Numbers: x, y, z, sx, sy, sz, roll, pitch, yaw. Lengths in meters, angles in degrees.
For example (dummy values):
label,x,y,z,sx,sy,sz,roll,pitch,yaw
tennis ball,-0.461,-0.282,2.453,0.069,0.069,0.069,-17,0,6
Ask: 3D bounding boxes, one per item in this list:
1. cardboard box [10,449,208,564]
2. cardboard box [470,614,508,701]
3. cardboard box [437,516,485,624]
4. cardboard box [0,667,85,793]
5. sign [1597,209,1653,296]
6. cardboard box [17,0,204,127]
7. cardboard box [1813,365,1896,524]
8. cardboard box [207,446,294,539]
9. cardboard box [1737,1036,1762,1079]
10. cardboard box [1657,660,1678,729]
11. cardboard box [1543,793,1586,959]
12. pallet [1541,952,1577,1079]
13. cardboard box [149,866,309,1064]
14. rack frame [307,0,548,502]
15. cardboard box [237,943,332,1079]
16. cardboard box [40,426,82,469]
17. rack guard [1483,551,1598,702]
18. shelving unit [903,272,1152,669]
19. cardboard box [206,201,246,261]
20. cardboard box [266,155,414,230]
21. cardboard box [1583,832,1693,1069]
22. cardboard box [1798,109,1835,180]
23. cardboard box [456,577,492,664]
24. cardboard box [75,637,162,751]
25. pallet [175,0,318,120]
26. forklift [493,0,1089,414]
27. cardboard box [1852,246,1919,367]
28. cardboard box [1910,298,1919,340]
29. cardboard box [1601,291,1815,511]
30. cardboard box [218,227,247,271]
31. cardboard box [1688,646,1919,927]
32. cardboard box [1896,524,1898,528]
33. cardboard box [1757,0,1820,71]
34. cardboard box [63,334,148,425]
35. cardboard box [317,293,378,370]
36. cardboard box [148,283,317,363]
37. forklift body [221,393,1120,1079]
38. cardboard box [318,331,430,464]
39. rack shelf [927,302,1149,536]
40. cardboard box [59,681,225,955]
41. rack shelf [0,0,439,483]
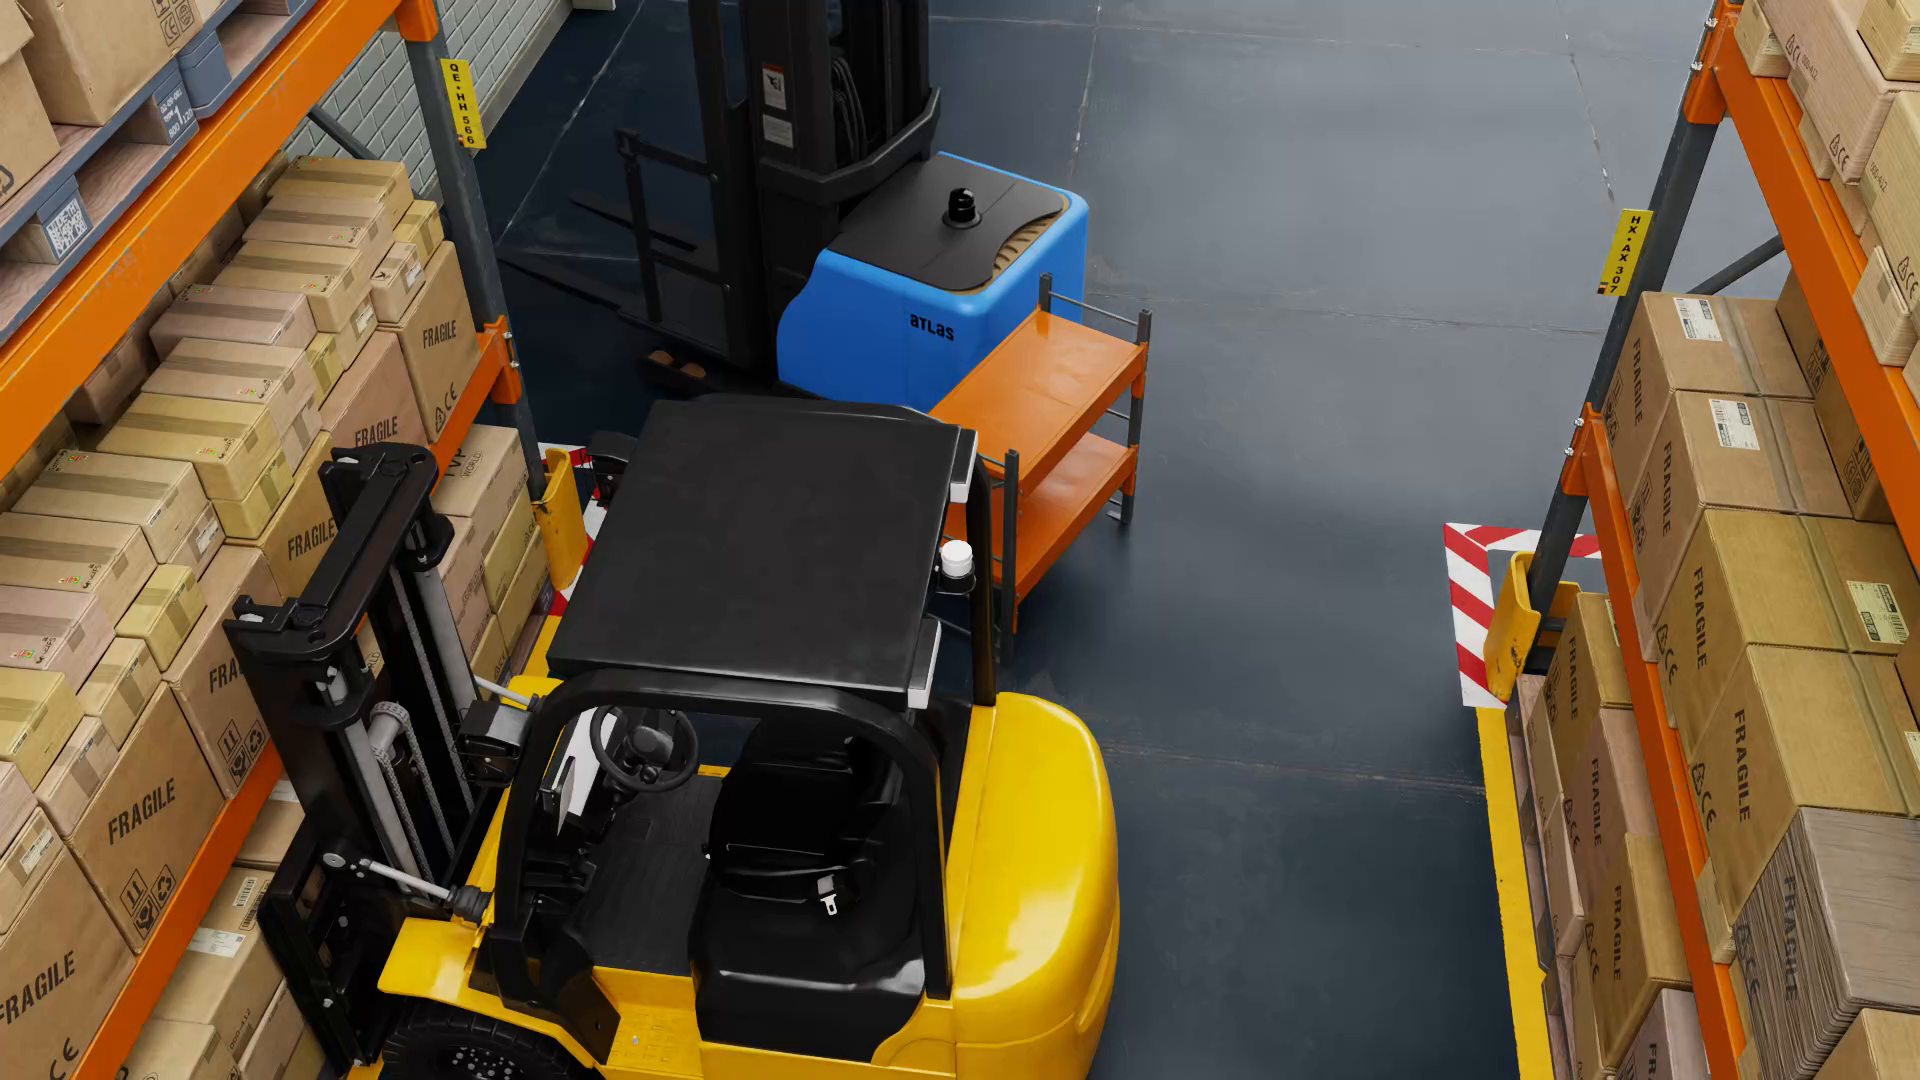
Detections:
label,x,y,z,sx,sy,sz,roll,pitch,yaw
cardboard box,-2.247,-0.091,4.404,0.380,0.149,0.250,6,44,6
cardboard box,-2.035,0.513,6.221,0.500,0.250,0.500,5,44,6
cardboard box,-2.025,0.153,5.874,0.500,0.250,0.500,6,44,6
cardboard box,-2.291,0.429,3.854,0.380,0.149,0.250,5,44,5
sign,2.172,-0.935,5.426,0.100,0.325,0.005,5,44,6
cardboard box,-2.263,-1.322,3.832,0.700,0.500,0.500,5,44,6
cardboard box,2.784,-0.367,4.439,0.700,0.500,0.500,6,44,6
cardboard box,-2.125,-0.154,4.686,0.380,0.149,0.250,6,44,6
cardboard box,2.052,1.306,3.872,0.380,0.149,0.250,5,44,5
cardboard box,2.244,0.427,4.800,0.380,0.149,0.250,6,44,7
cardboard box,2.254,1.146,5.552,0.500,0.250,0.500,7,44,7
pallet,2.393,1.872,5.119,1.003,0.211,1.213,5,44,6
cardboard box,-2.233,1.200,4.768,0.500,0.250,0.500,7,44,7
rack frame,-2.211,-1.020,6.146,1.000,3.000,0.127,5,44,6
cardboard box,-2.228,1.384,4.938,0.500,0.250,0.500,5,44,5
cardboard box,-2.754,-0.215,4.751,0.380,0.149,0.250,7,44,7
rack guard,2.699,0.388,6.477,1.175,0.500,0.348,5,44,6
shelving unit,0.268,-0.285,6.733,0.538,1.125,1.048,24,48,23
cardboard box,-2.565,-1.015,5.380,0.380,0.149,0.250,7,44,7
cardboard box,-2.050,-1.137,5.508,0.380,0.149,0.250,5,44,6
cardboard box,2.187,1.241,4.907,0.500,0.500,0.500,6,44,6
cardboard box,2.329,-1.009,4.135,0.380,0.149,0.250,6,44,7
cardboard box,-2.043,0.345,6.035,0.500,0.250,0.500,5,44,5
cardboard box,-2.239,0.371,4.132,0.380,0.149,0.250,4,44,4
pallet,-2.330,-1.598,4.639,1.003,0.211,1.213,5,44,6
forklift,-0.947,-2.030,7.262,3.031,2.935,1.130,23,48,22
cardboard box,2.177,-0.492,3.589,0.380,0.149,0.250,6,44,6
cardboard box,2.172,-0.352,3.151,0.500,0.250,0.500,6,44,6
cardboard box,2.372,-0.418,5.221,0.500,0.500,0.500,5,44,5
cardboard box,-2.483,-0.911,5.485,0.380,0.149,0.250,5,44,6
cardboard box,2.181,0.630,4.114,0.500,0.500,0.500,4,44,5
cardboard box,2.840,0.020,4.758,0.500,0.500,0.500,5,44,6
cardboard box,2.379,-1.396,4.254,0.500,0.250,0.500,5,44,5
cardboard box,-2.614,-0.485,4.820,0.380,0.149,0.250,7,44,7
cardboard box,-2.079,-0.682,5.244,0.380,0.149,0.250,6,44,6
cardboard box,-2.166,-0.622,4.965,0.380,0.149,0.250,5,44,6
forklift body,-0.654,0.746,4.898,2.313,2.155,1.214,5,44,6
cardboard box,-2.094,-0.345,5.360,0.500,0.500,0.500,7,44,7
rack shelf,0.268,-0.497,6.531,0.538,0.278,1.000,24,48,23
cardboard box,-2.304,0.689,4.268,0.500,0.500,0.500,5,44,5
rack shelf,-2.476,-0.485,3.922,1.077,0.370,4.000,5,44,6
